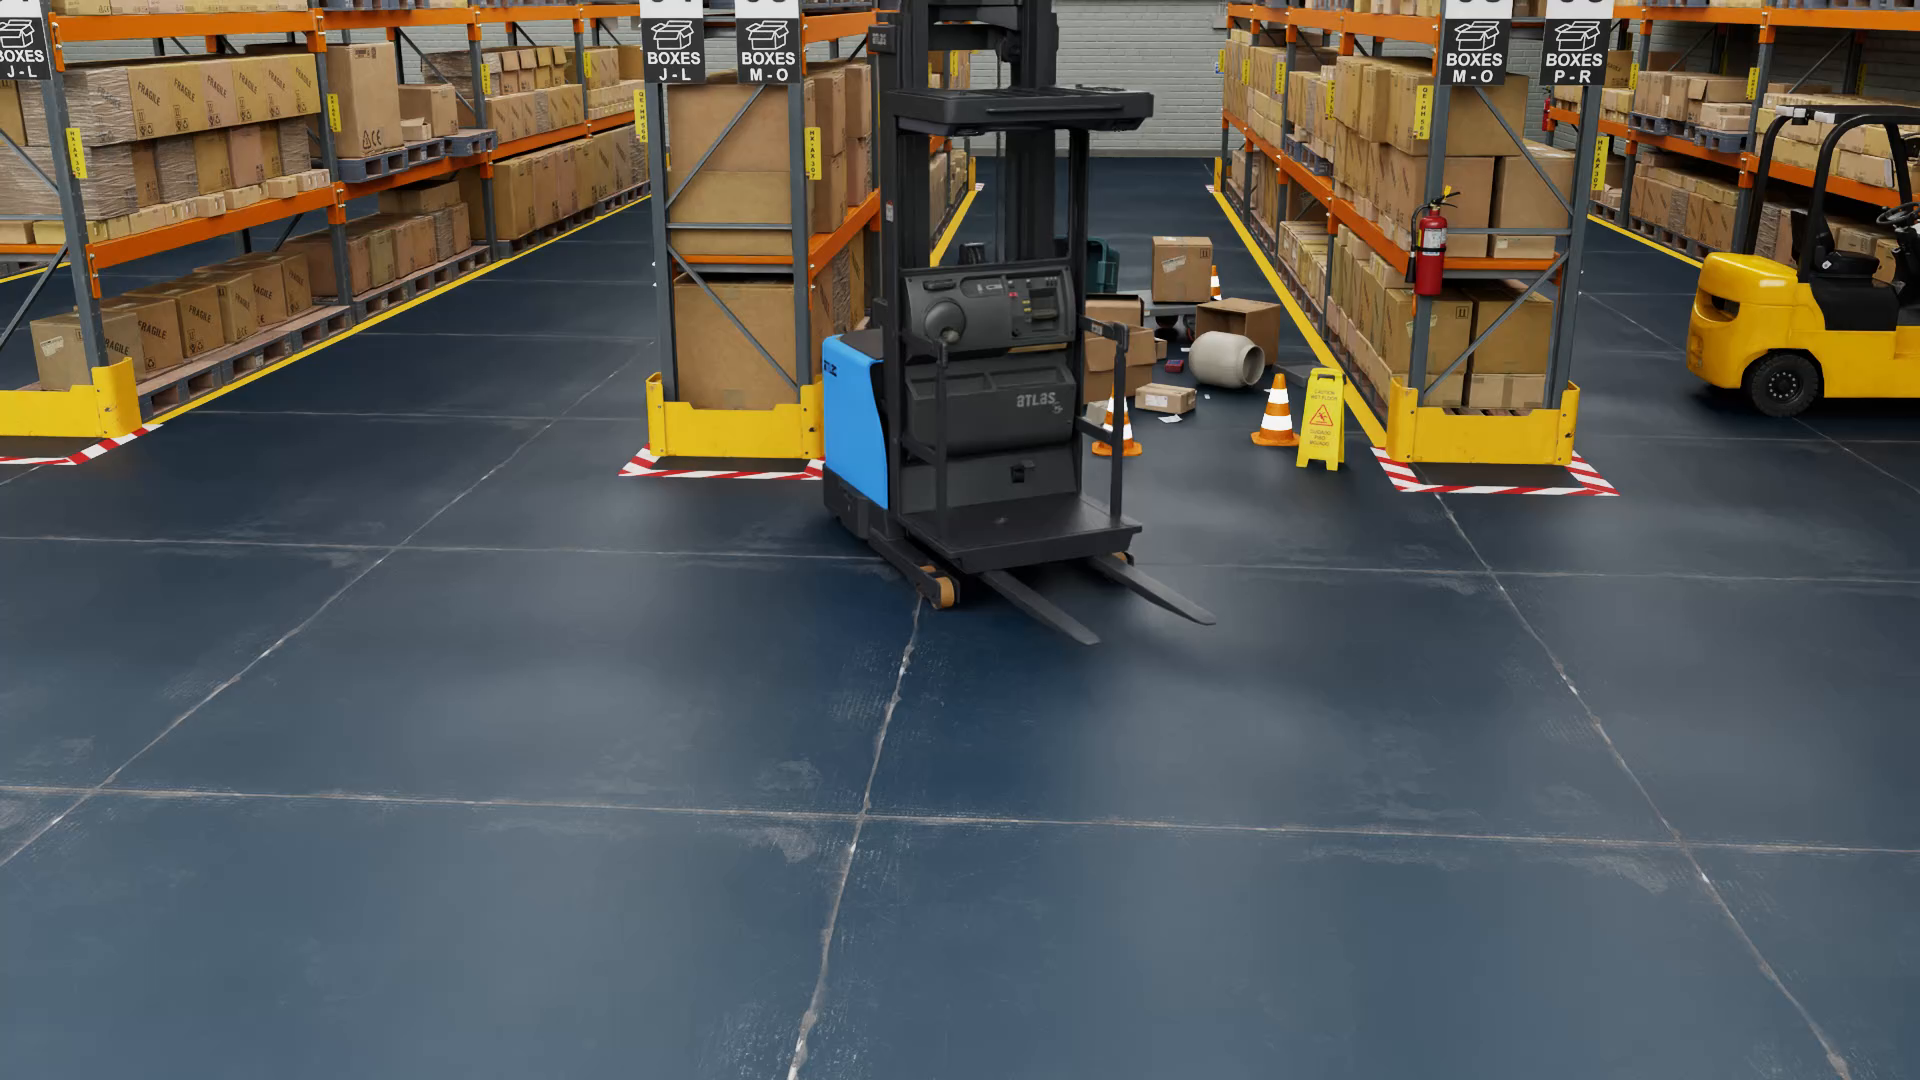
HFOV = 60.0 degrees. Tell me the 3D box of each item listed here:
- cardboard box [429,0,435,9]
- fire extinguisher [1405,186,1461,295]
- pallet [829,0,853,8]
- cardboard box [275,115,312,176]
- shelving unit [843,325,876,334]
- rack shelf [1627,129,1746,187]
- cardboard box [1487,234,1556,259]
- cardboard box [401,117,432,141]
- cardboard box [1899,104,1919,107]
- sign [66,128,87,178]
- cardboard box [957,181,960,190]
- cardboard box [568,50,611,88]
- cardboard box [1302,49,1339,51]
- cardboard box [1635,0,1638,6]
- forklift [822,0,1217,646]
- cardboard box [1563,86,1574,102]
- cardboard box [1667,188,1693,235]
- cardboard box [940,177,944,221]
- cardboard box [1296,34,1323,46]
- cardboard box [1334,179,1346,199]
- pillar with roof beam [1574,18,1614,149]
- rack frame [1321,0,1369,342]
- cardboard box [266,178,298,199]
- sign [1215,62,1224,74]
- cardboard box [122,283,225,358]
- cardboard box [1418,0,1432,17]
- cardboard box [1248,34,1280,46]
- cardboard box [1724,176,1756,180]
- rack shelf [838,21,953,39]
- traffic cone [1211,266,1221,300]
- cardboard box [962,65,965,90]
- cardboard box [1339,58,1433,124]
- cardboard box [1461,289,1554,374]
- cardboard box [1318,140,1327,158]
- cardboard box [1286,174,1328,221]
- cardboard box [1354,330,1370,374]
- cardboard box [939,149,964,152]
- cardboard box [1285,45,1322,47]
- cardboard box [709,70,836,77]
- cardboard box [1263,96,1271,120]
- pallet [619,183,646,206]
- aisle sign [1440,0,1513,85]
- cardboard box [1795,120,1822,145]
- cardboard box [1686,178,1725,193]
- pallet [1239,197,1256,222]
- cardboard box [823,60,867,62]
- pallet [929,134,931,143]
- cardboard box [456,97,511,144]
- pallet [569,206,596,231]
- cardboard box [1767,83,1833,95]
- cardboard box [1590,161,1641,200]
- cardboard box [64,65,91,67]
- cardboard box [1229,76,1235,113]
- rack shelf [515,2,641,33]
[{"bbox_3d":[-5.709,-5.554,16.979,0.500,0.250,0.500,2,18,5],"label":"cardboard box"},{"bbox_3d":[2.984,-1.895,10.514,0.296,0.674,0.183,1,18,4],"label":"fire extinguisher"},{"bbox_3d":[-1.365,-4.030,12.230,1.003,0.211,1.213,1,18,4],"label":"pallet"},{"bbox_3d":[-6.240,-3.471,14.561,0.875,0.500,0.500,1,18,4],"label":"cardboard box"},{"bbox_3d":[-0.578,-0.754,10.038,0.215,1.050,0.252,-4,18,-11],"label":"shelving unit"},{"bbox_3d":[9.120,-4.612,19.835,1.077,0.370,4.000,1,18,4],"label":"rack shelf"},{"bbox_3d":[3.683,-1.939,10.926,0.380,0.149,0.250,1,18,4],"label":"cardboard box"},{"bbox_3d":[-5.709,-4.275,17.193,0.396,0.266,0.258,1,18,2],"label":"cardboard box"},{"bbox_3d":[9.085,-4.023,15.680,0.380,0.149,0.250,1,18,4],"label":"cardboard box"},{"bbox_3d":[-5.892,-2.578,11.082,0.100,0.325,0.005,1,18,4],"label":"sign"},{"bbox_3d":[-0.198,-5.278,24.617,0.380,0.149,0.250,2,18,5],"label":"cardboard box"},{"bbox_3d":[-5.240,-6.628,23.391,0.500,0.500,0.500,1,18,4],"label":"cardboard box"},{"bbox_3d":[4.445,-5.745,20.371,0.500,0.500,0.500,2,18,6],"label":"cardboard box"},{"bbox_3d":[8.994,-6.999,21.551,0.380,0.149,0.250,1,18,4],"label":"cardboard box"},{"bbox_3d":[0.251,-1.195,8.363,1.130,2.935,3.031,-8,20,-23],"label":"forklift"},{"bbox_3d":[9.213,-6.595,24.497,0.500,0.250,0.500,1,18,5],"label":"cardboard box"},{"bbox_3d":[8.892,-3.960,20.030,0.500,0.500,0.500,1,18,2],"label":"cardboard box"},{"bbox_3d":[-0.471,-4.380,21.313,0.500,0.500,0.500,1,18,3],"label":"cardboard box"},{"bbox_3d":[4.594,-6.607,21.962,0.380,0.149,0.250,1,18,3],"label":"cardboard box"},{"bbox_3d":[3.396,-2.990,14.133,0.380,0.149,0.250,1,18,4],"label":"cardboard box"},{"bbox_3d":[6.348,-10.581,27.263,9.100,9.000,0.400,1,18,4],"label":"pillar with roof beam"},{"bbox_3d":[3.739,-3.200,14.370,1.000,3.000,0.127,1,18,4],"label":"rack frame"},{"bbox_3d":[-5.880,-2.994,14.147,0.380,0.149,0.250,1,18,4],"label":"cardboard box"},{"bbox_3d":[4.936,-8.827,31.110,0.327,0.218,0.001,1,18,4],"label":"sign"},{"bbox_3d":[-6.299,-1.764,13.330,0.500,0.500,0.500,3,18,9],"label":"cardboard box"},{"bbox_3d":[3.183,-3.458,10.746,0.380,0.149,0.250,1,18,4],"label":"cardboard box"},{"bbox_3d":[4.017,-6.618,21.994,0.380,0.149,0.250,1,18,3],"label":"cardboard box"},{"bbox_3d":[9.426,-4.293,20.005,0.380,0.149,0.250,1,18,2],"label":"cardboard box"},{"bbox_3d":[-0.776,-6.226,19.944,1.077,0.370,4.000,1,18,4],"label":"rack shelf"},{"bbox_3d":[2.431,-2.410,16.036,0.336,0.463,0.334,1,18,4],"label":"traffic cone"},{"bbox_3d":[-0.190,-6.732,24.511,0.500,0.500,0.500,1,18,4],"label":"cardboard box"},{"bbox_3d":[3.432,-3.574,13.268,0.700,0.500,0.500,1,18,4],"label":"cardboard box"},{"bbox_3d":[3.787,-1.458,11.593,0.500,0.500,0.500,1,18,2],"label":"cardboard box"},{"bbox_3d":[3.519,-3.608,15.346,0.380,0.149,0.250,1,18,3],"label":"cardboard box"},{"bbox_3d":[4.158,-3.844,19.076,0.875,0.875,0.875,1,18,3],"label":"cardboard box"},{"bbox_3d":[3.318,-1.431,12.713,0.500,0.250,0.500,1,18,2],"label":"cardboard box"},{"bbox_3d":[-0.131,-5.963,25.753,0.380,0.149,0.250,1,18,5],"label":"cardboard box"},{"bbox_3d":[4.588,-6.349,22.217,0.500,0.500,0.500,1,18,4],"label":"cardboard box"},{"bbox_3d":[-1.396,-3.246,12.538,0.875,0.550,0.500,1,18,4],"label":"cardboard box"},{"bbox_3d":[3.856,-5.083,19.556,0.500,0.250,0.500,1,18,2],"label":"cardboard box"},{"bbox_3d":[-5.355,-5.195,24.937,1.003,0.211,1.213,1,18,4],"label":"pallet"},{"bbox_3d":[3.158,-3.180,10.135,0.394,0.787,0.004,1,18,4],"label":"aisle sign"},{"bbox_3d":[8.608,-4.049,16.399,0.500,0.250,0.500,1,18,3],"label":"cardboard box"},{"bbox_3d":[8.882,-4.222,19.790,0.380,0.149,0.250,0,18,1],"label":"cardboard box"},{"bbox_3d":[4.445,-4.593,23.103,1.003,0.211,1.213,1,18,4],"label":"pallet"},{"bbox_3d":[-1.031,-4.588,16.841,0.700,0.500,0.500,1,18,3],"label":"cardboard box"},{"bbox_3d":[-0.974,-4.654,19.116,1.213,0.211,1.003,1,18,4],"label":"pallet"},{"bbox_3d":[-5.553,-4.855,19.263,0.500,0.500,0.500,2,18,6],"label":"cardboard box"},{"bbox_3d":[-5.553,-4.339,22.326,1.003,0.211,1.213,1,18,4],"label":"pallet"},{"bbox_3d":[9.169,-4.736,18.223,0.500,0.500,0.500,2,18,7],"label":"cardboard box"},{"bbox_3d":[9.237,-5.054,23.369,0.700,0.500,0.500,1,18,2],"label":"cardboard box"},{"bbox_3d":[-6.610,-3.174,12.049,0.500,0.500,0.500,1,18,4],"label":"cardboard box"},{"bbox_3d":[4.215,-6.516,24.331,0.500,0.500,0.500,1,18,4],"label":"cardboard box"},{"bbox_3d":[-5.429,-7.610,24.169,1.077,0.370,4.000,1,18,4],"label":"rack shelf"}]
